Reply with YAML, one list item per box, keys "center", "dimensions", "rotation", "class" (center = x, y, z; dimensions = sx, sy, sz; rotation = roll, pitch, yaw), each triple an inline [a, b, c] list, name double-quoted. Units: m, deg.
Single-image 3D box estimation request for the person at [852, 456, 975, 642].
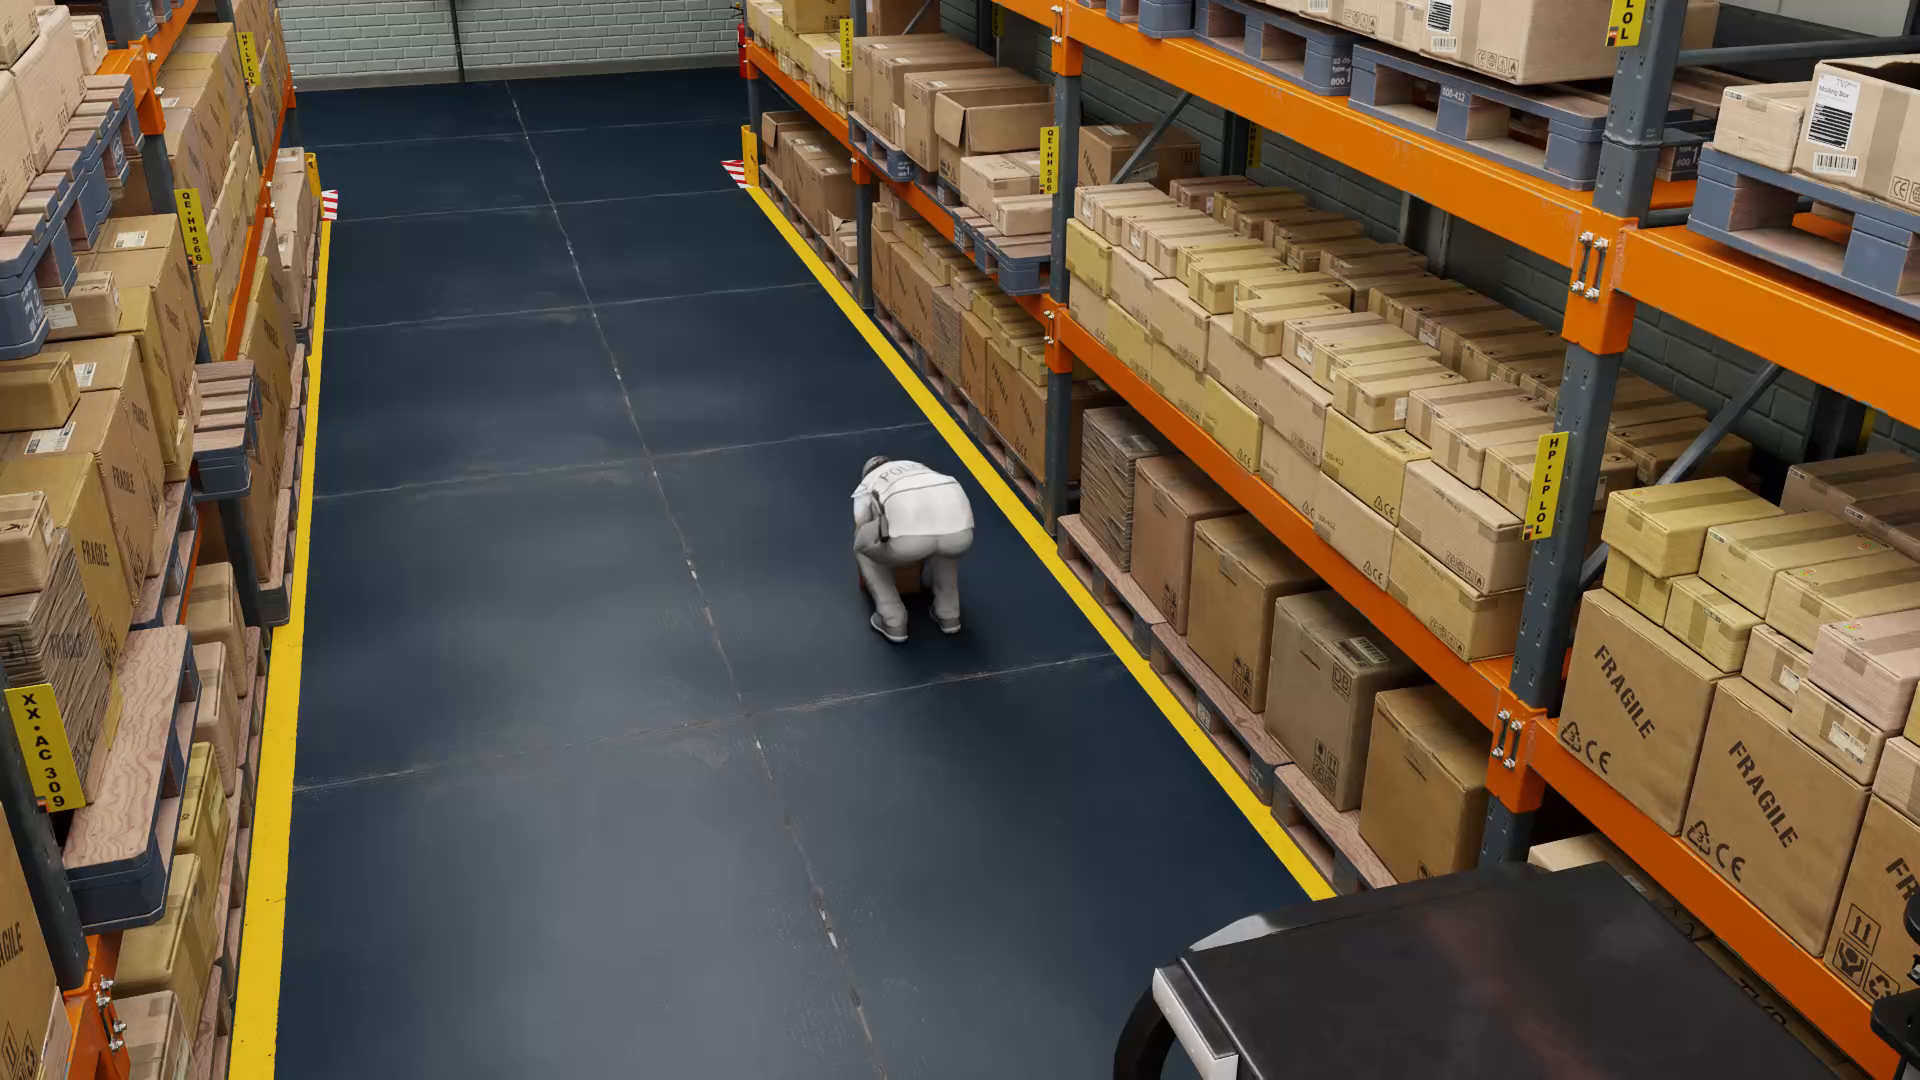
- center: [-0.261, 0.000, 8.073]
  dimensions: [0.521, 0.834, 0.942]
  rotation: [-9, 28, -18]
  class: "person"
